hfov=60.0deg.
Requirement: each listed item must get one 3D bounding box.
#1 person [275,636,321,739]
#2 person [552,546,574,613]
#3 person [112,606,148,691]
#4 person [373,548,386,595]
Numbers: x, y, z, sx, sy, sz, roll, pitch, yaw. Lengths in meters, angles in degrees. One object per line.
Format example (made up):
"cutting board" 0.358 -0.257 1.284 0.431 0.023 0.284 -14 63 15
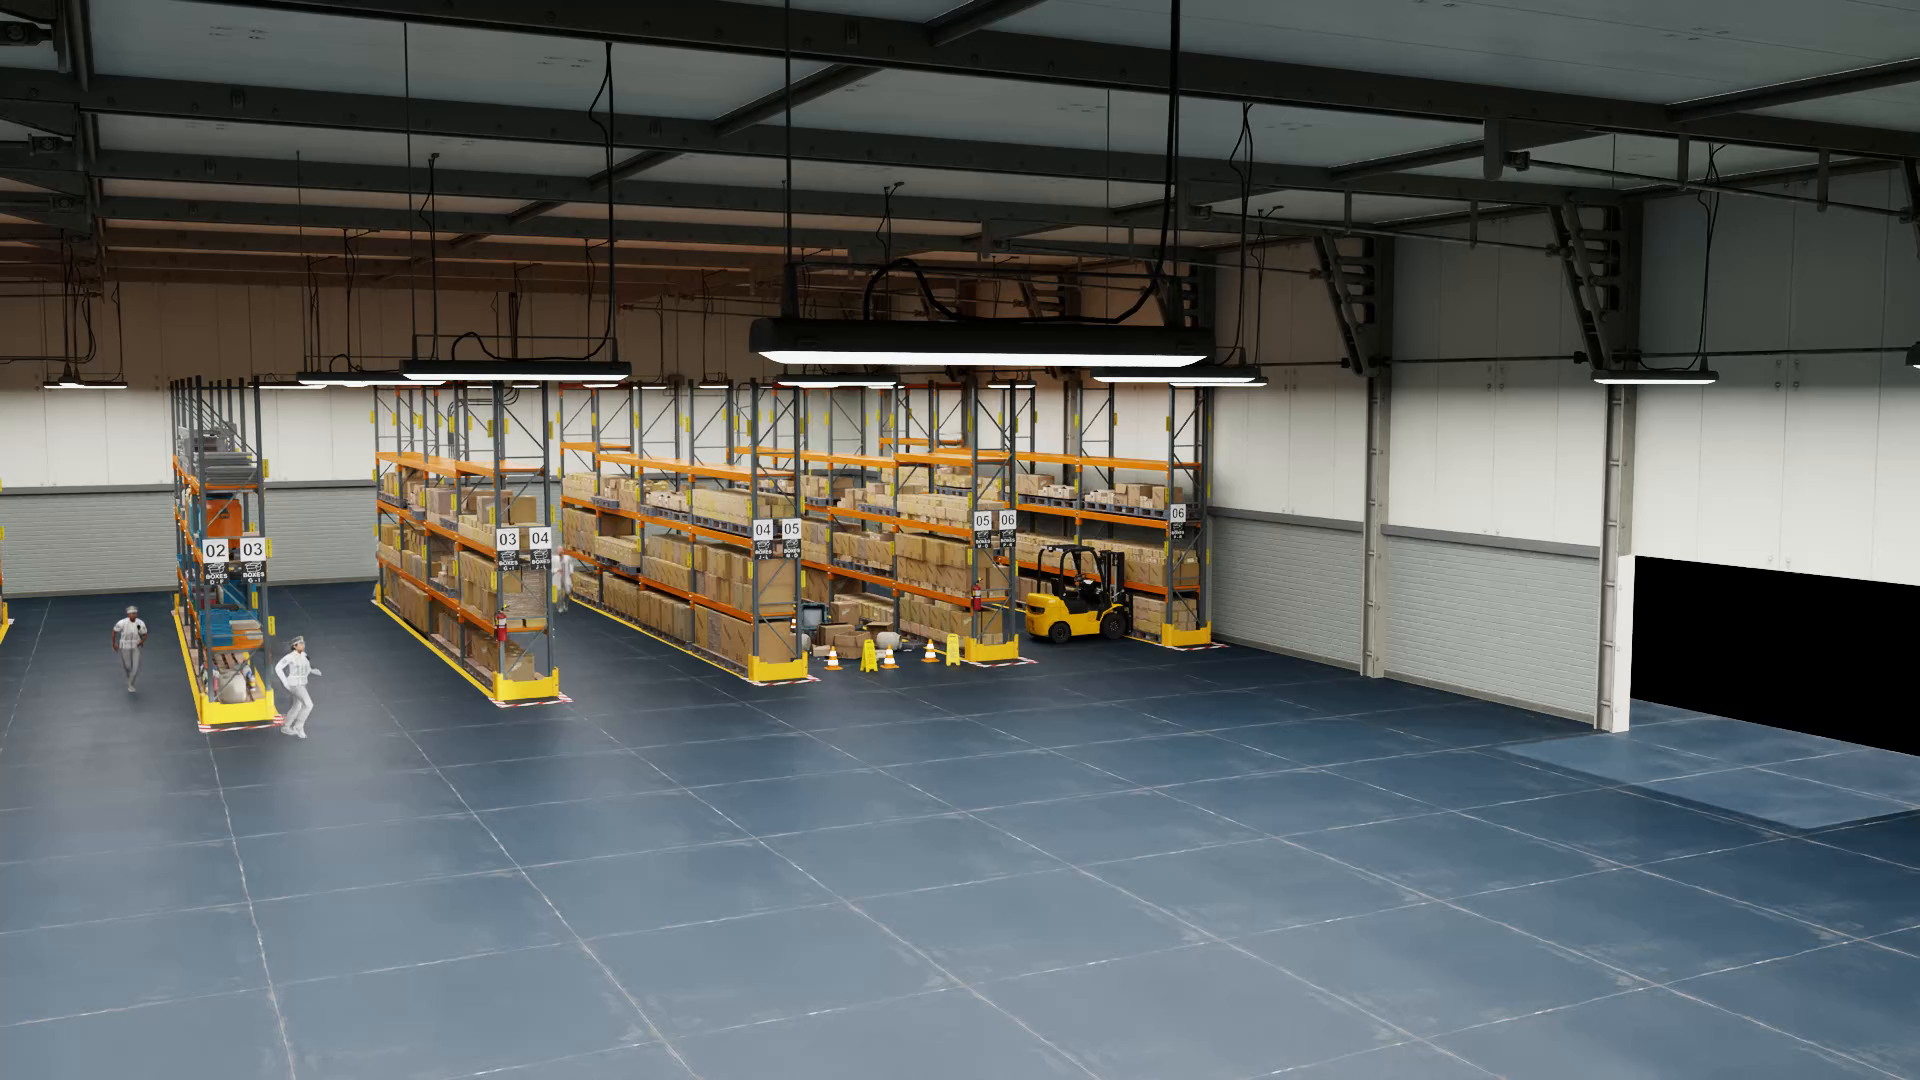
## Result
"person" -10.970 2.437 27.605 0.705 1.717 0.604 0 5 3
"person" -10.284 1.021 42.998 0.688 1.743 0.685 -2 6 -25
"person" -15.955 2.087 31.987 0.611 1.642 0.664 -3 6 -33
"person" -16.051 0.720 46.465 0.734 1.780 0.686 -2 5 -19
